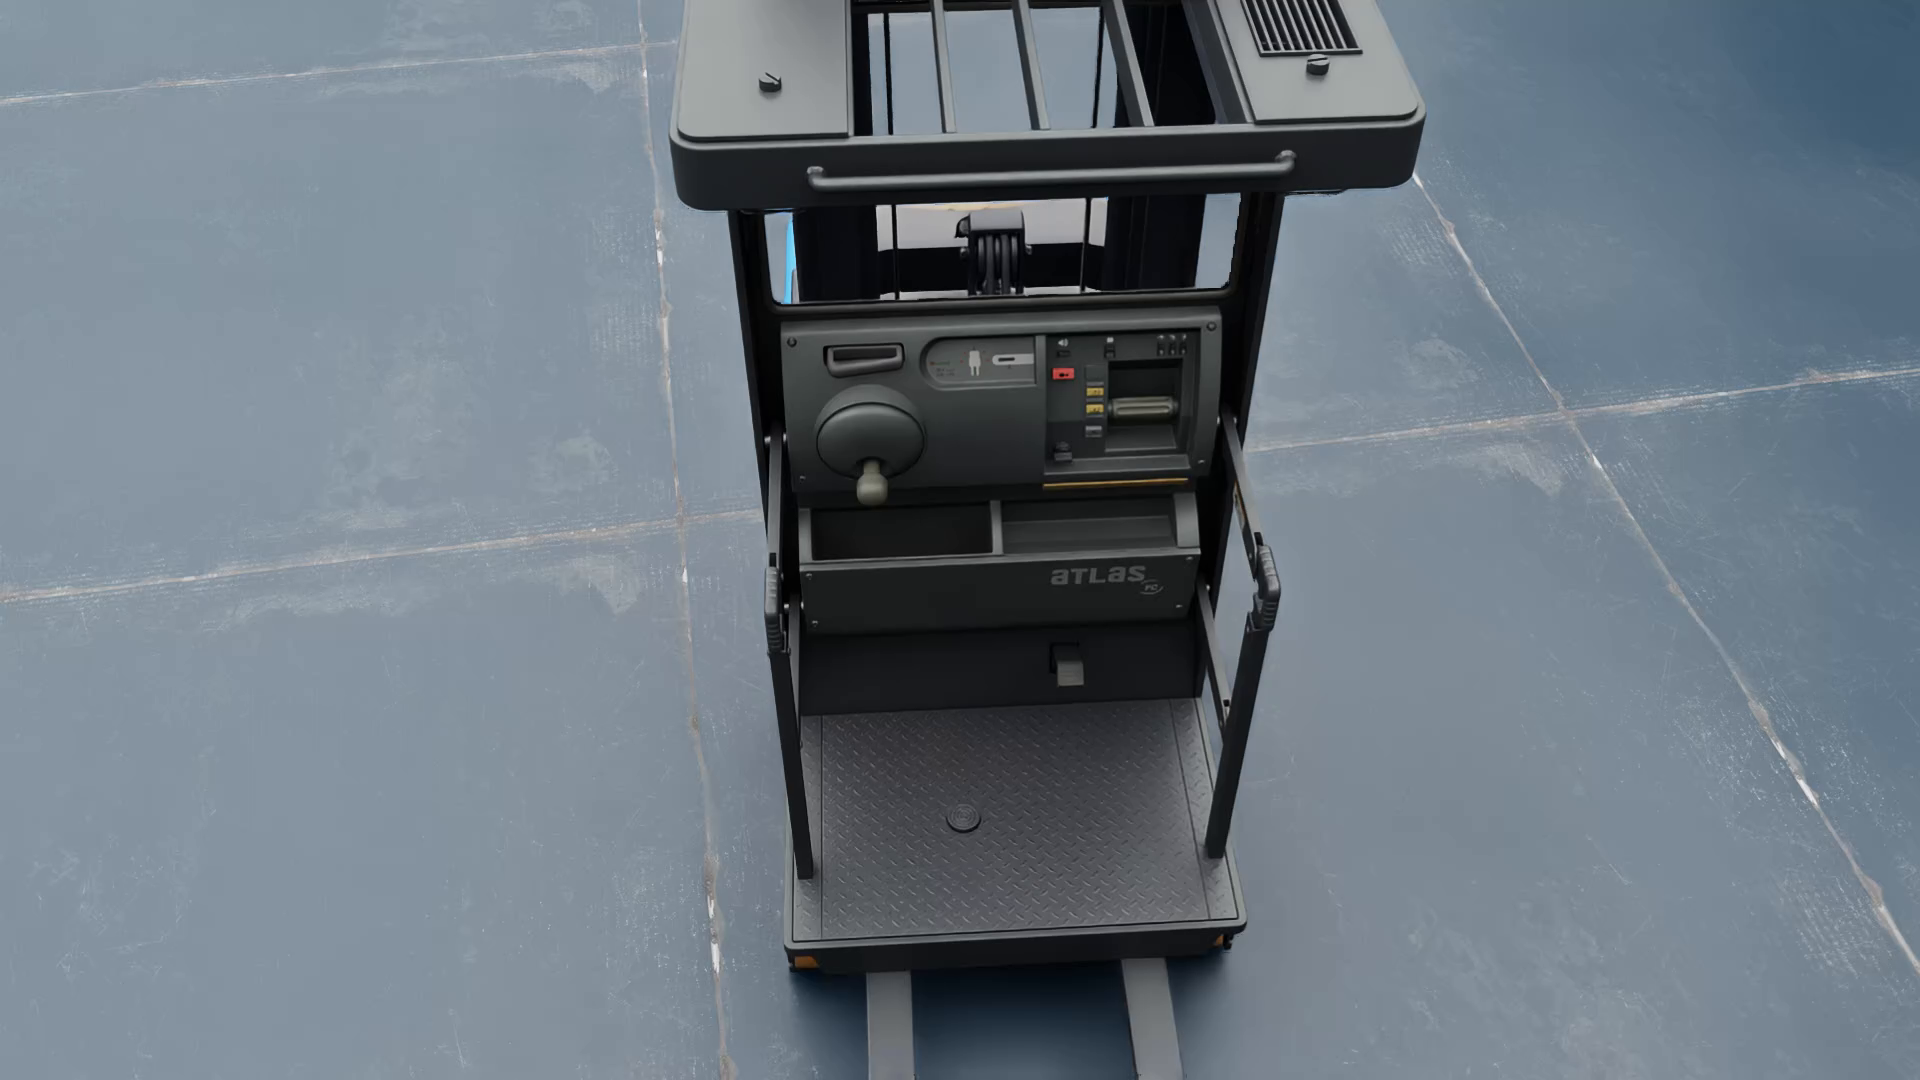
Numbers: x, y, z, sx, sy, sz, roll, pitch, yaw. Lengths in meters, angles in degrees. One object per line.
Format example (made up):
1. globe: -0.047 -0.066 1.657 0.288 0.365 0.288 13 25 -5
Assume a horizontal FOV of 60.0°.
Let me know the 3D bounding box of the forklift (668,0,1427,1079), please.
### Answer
1. forklift: 0.106 -0.188 3.396 1.130 2.935 3.031 -2 46 -2
